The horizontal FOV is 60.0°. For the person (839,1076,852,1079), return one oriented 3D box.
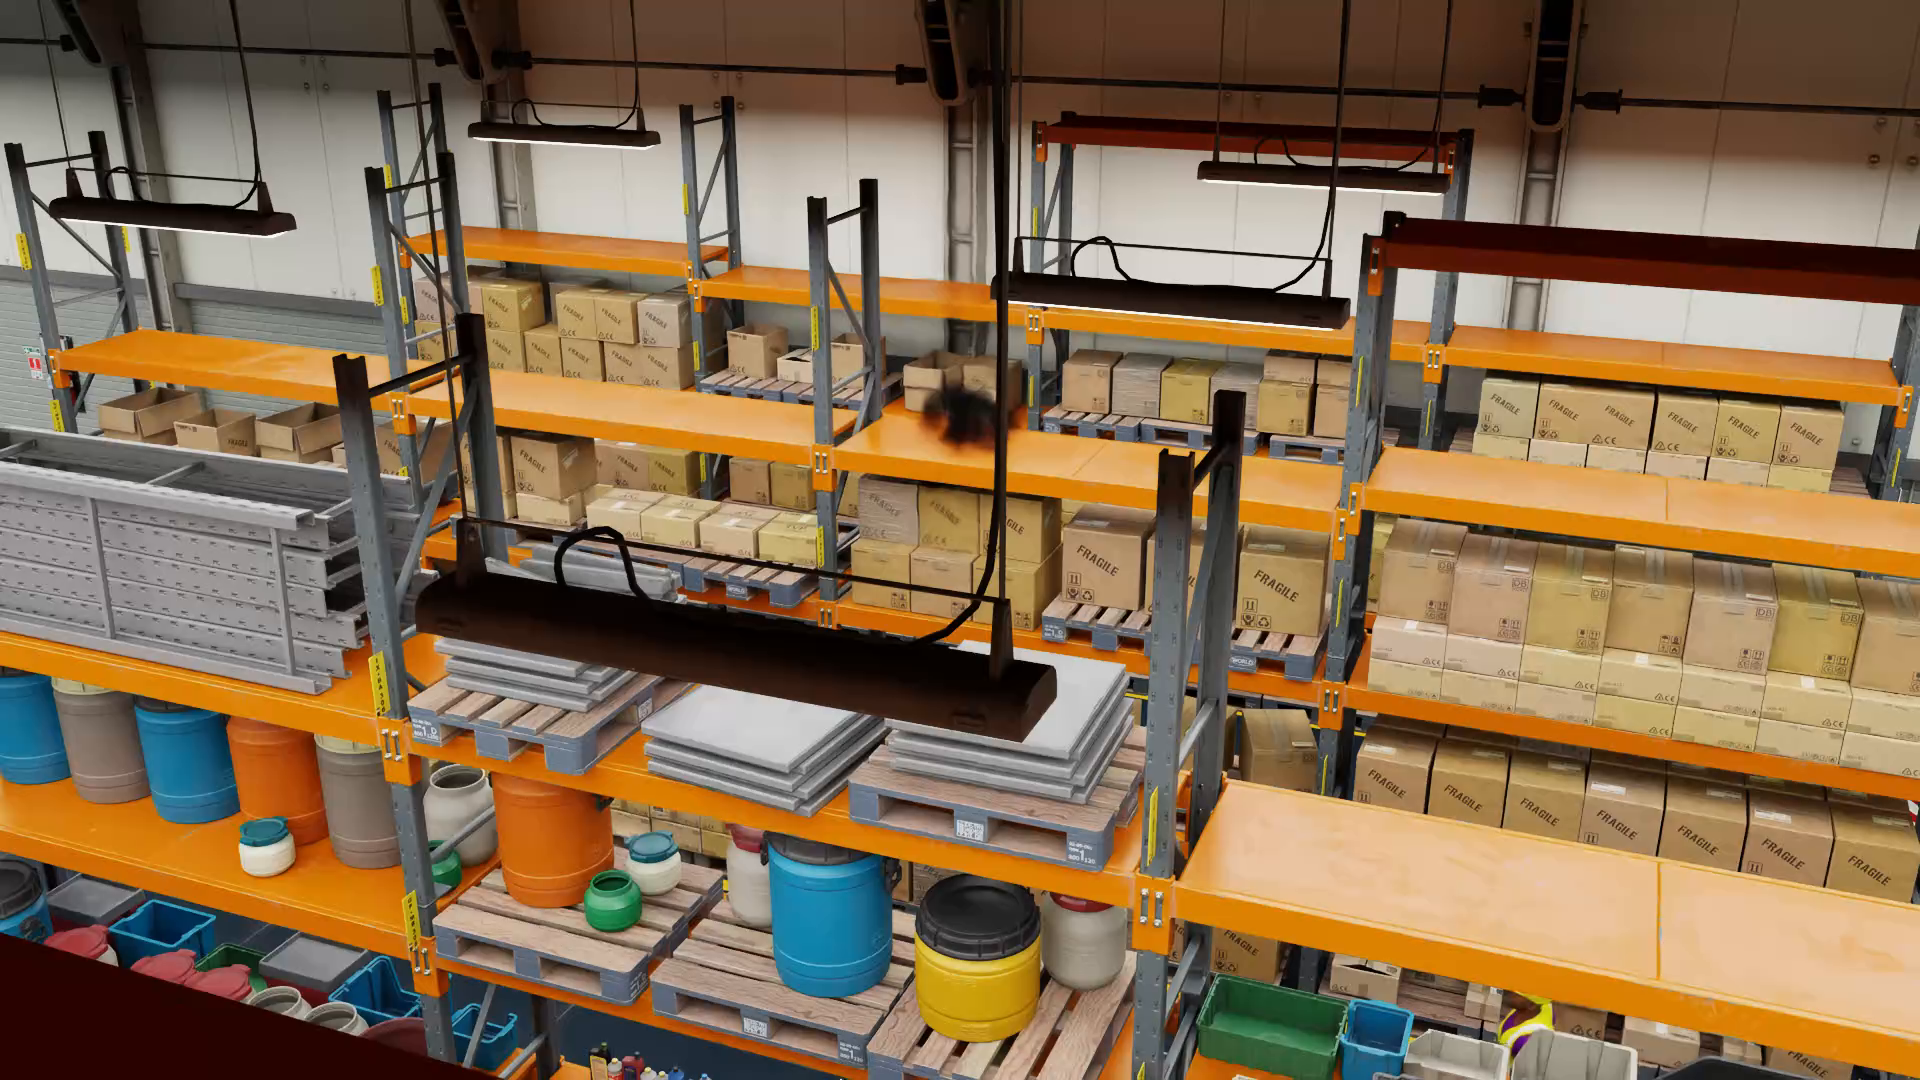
[{"bbox_3d":[-0.602,3.176,10.937,0.720,1.687,0.624,12,24,28],"label":"person"}]

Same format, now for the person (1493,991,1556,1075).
[{"bbox_3d":[3.655,3.535,10.684,0.851,1.761,0.705,6,22,15],"label":"person"}]
